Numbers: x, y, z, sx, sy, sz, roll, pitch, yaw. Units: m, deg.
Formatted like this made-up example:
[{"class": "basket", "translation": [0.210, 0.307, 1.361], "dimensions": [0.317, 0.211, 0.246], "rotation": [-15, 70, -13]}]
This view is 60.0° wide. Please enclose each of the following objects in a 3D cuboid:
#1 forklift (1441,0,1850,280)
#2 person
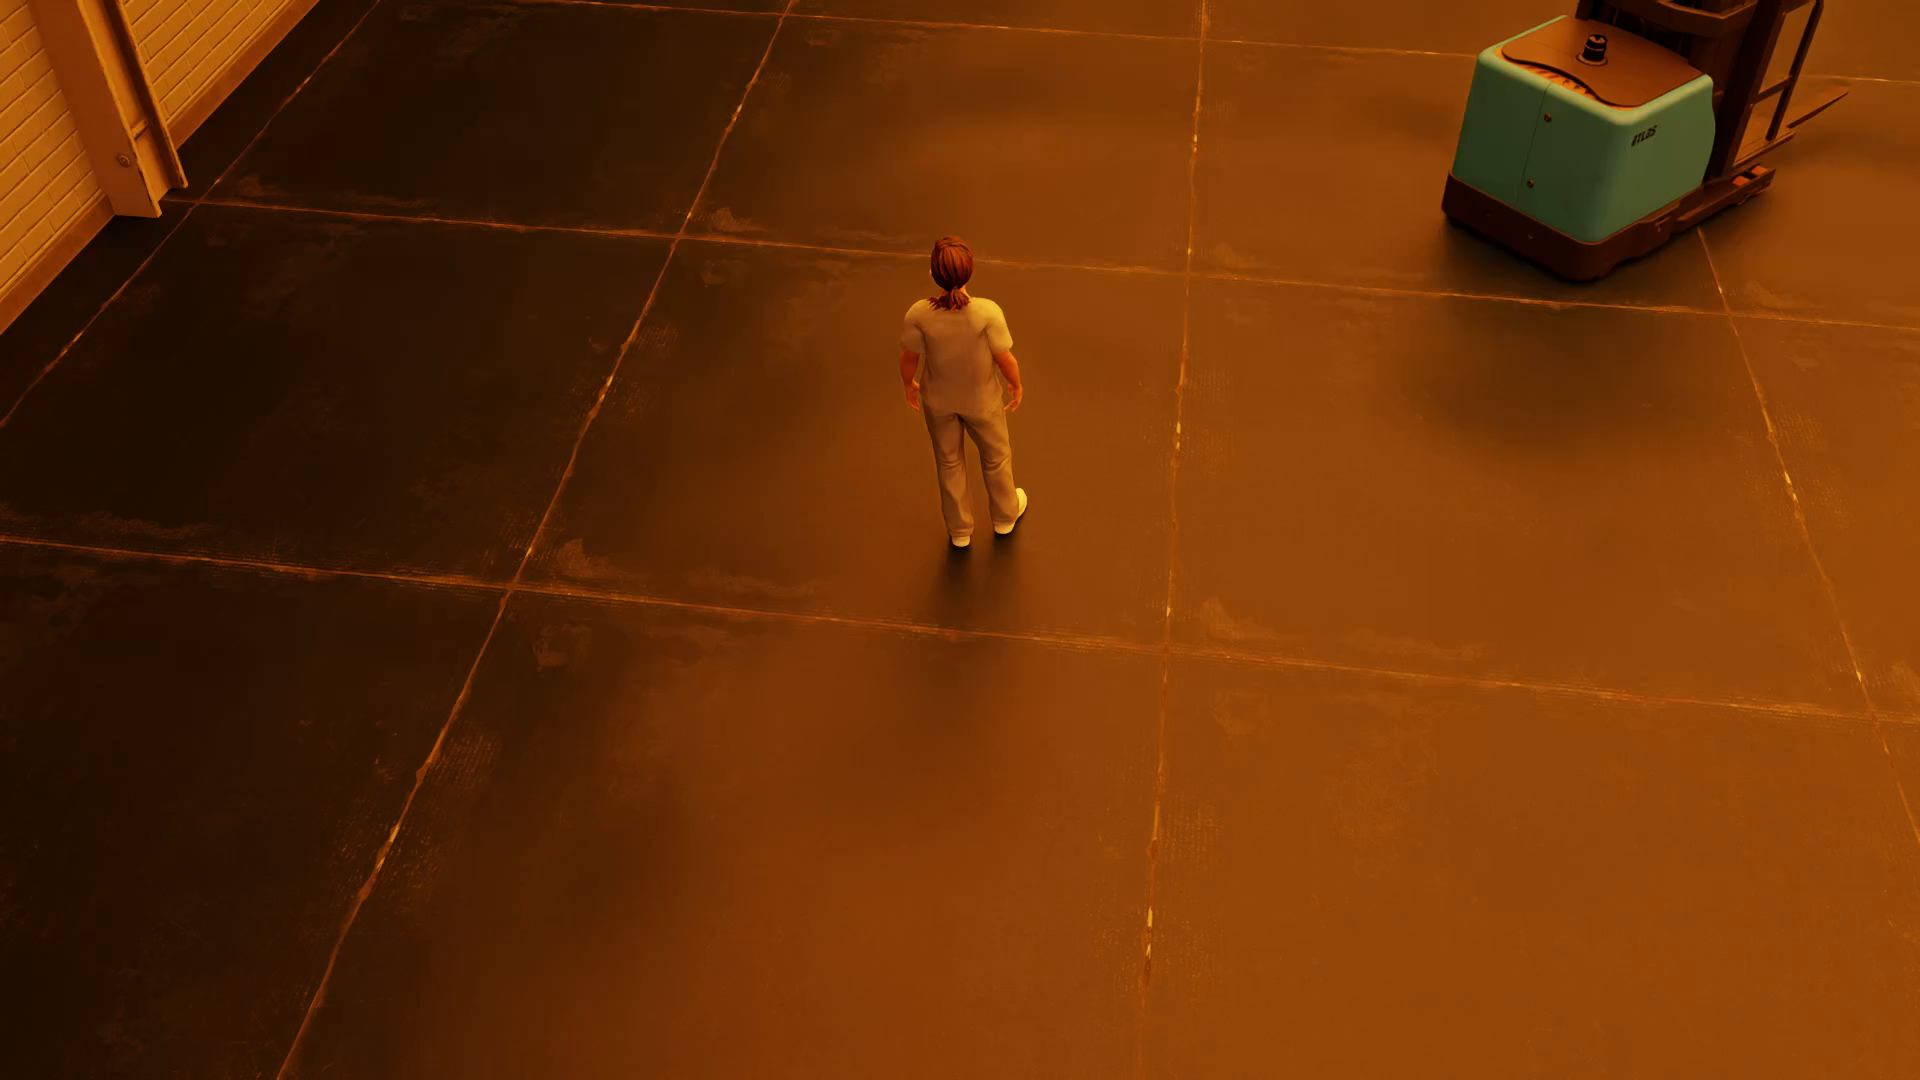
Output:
[{"class": "forklift", "translation": [4.349, -3.372, 9.395], "dimensions": [3.031, 2.935, 1.130], "rotation": [-28, 49, -27]}, {"class": "person", "translation": [0.023, -0.668, 7.375], "dimensions": [0.549, 1.663, 0.548], "rotation": [5, 43, 6]}]
